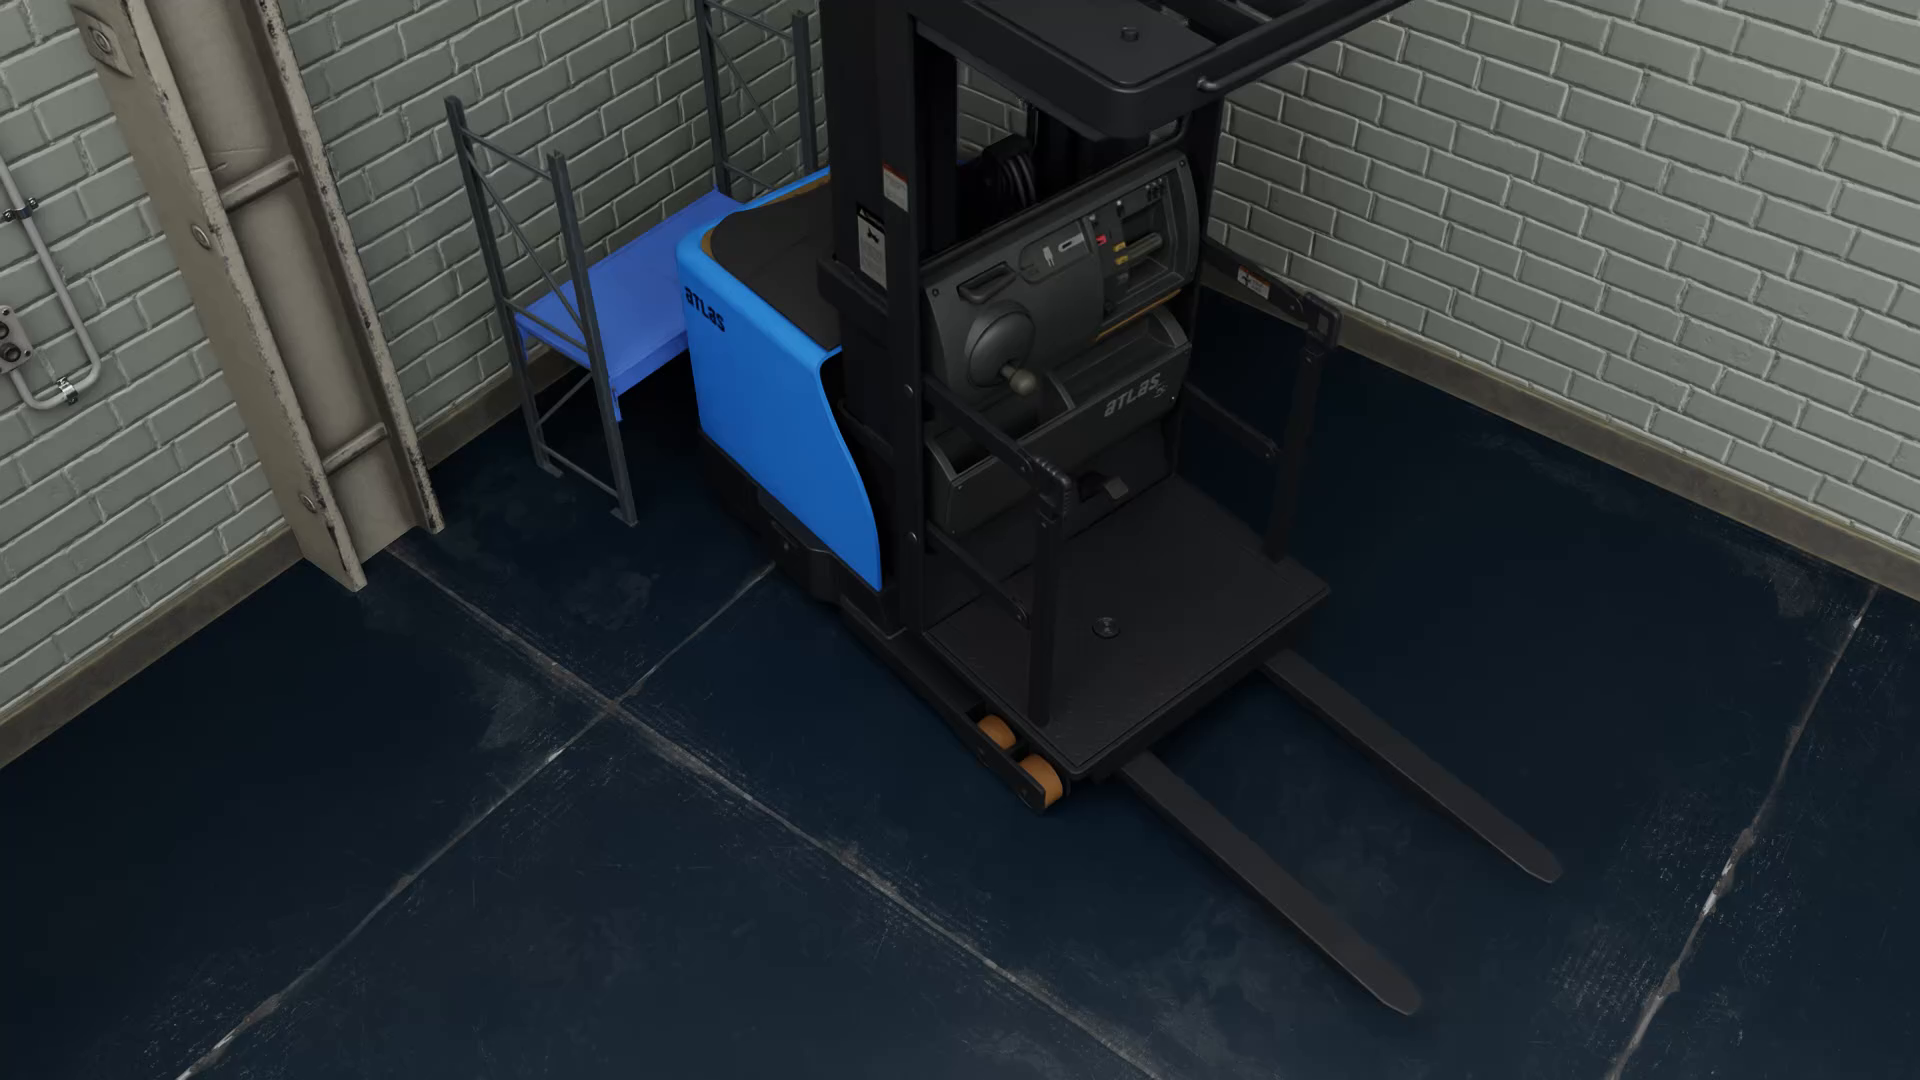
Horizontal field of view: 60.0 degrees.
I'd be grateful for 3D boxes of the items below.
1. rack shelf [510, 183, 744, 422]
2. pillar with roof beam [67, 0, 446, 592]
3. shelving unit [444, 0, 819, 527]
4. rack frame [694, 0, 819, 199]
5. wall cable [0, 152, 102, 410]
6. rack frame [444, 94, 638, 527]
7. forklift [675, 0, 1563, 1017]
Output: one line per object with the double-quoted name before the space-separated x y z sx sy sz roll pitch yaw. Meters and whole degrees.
"rack shelf" -1.006 -0.846 5.769 0.538 0.185 1.000 30 53 26
"pillar with roof beam" 1.375 -1.209 0.682 9.100 9.000 0.400 29 53 25
"shelving unit" -1.006 -0.970 5.639 0.538 1.500 1.048 30 53 26
"rack frame" -0.685 -1.255 5.911 0.500 1.500 0.032 30 53 26
"wall cable" -2.963 -0.615 3.560 0.084 1.984 1.851 29 53 25
"rack frame" -1.327 -0.685 5.367 0.500 1.500 0.032 30 53 26
"forklift" 0.428 -0.625 4.320 1.130 2.935 3.031 -31 54 -27
